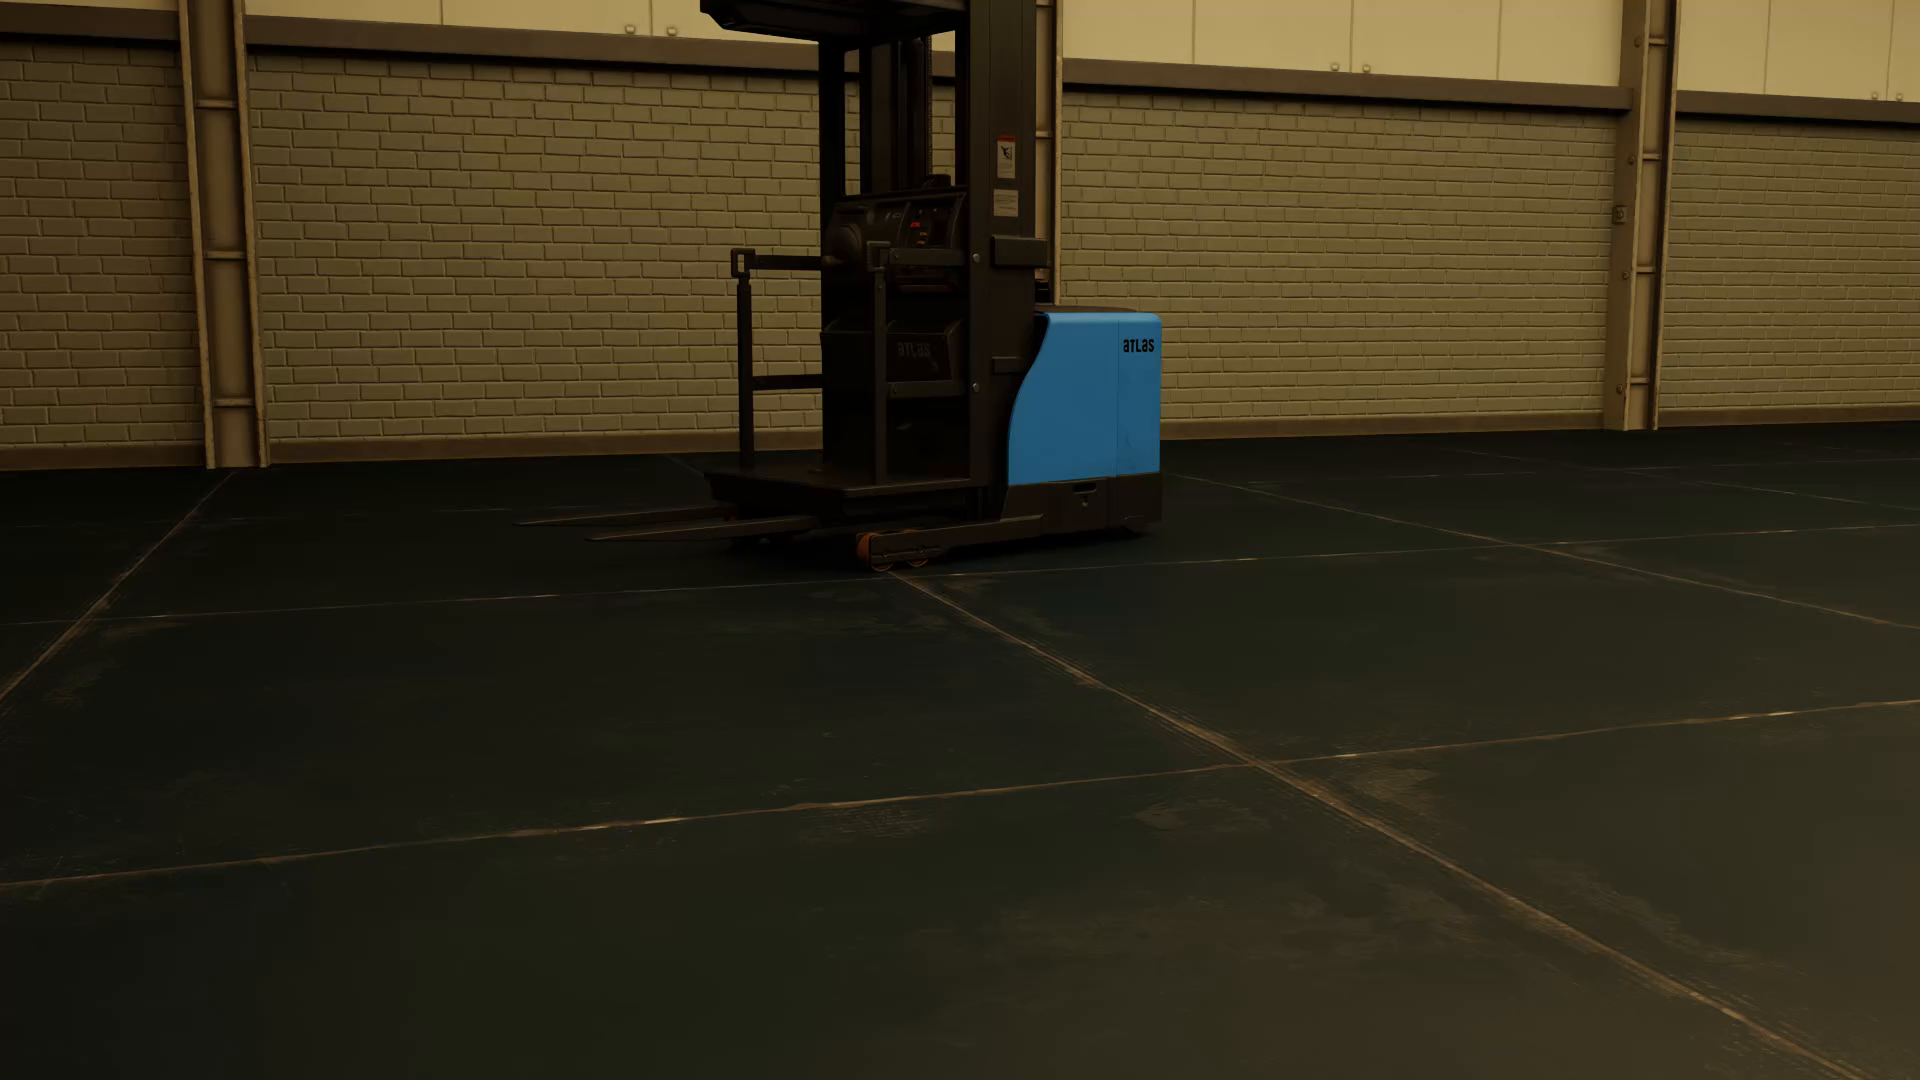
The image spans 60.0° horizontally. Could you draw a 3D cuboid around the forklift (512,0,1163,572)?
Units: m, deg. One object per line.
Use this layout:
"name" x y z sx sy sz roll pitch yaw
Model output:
"forklift" -0.461 -1.399 7.333 3.031 2.935 1.130 -7 10 -40
